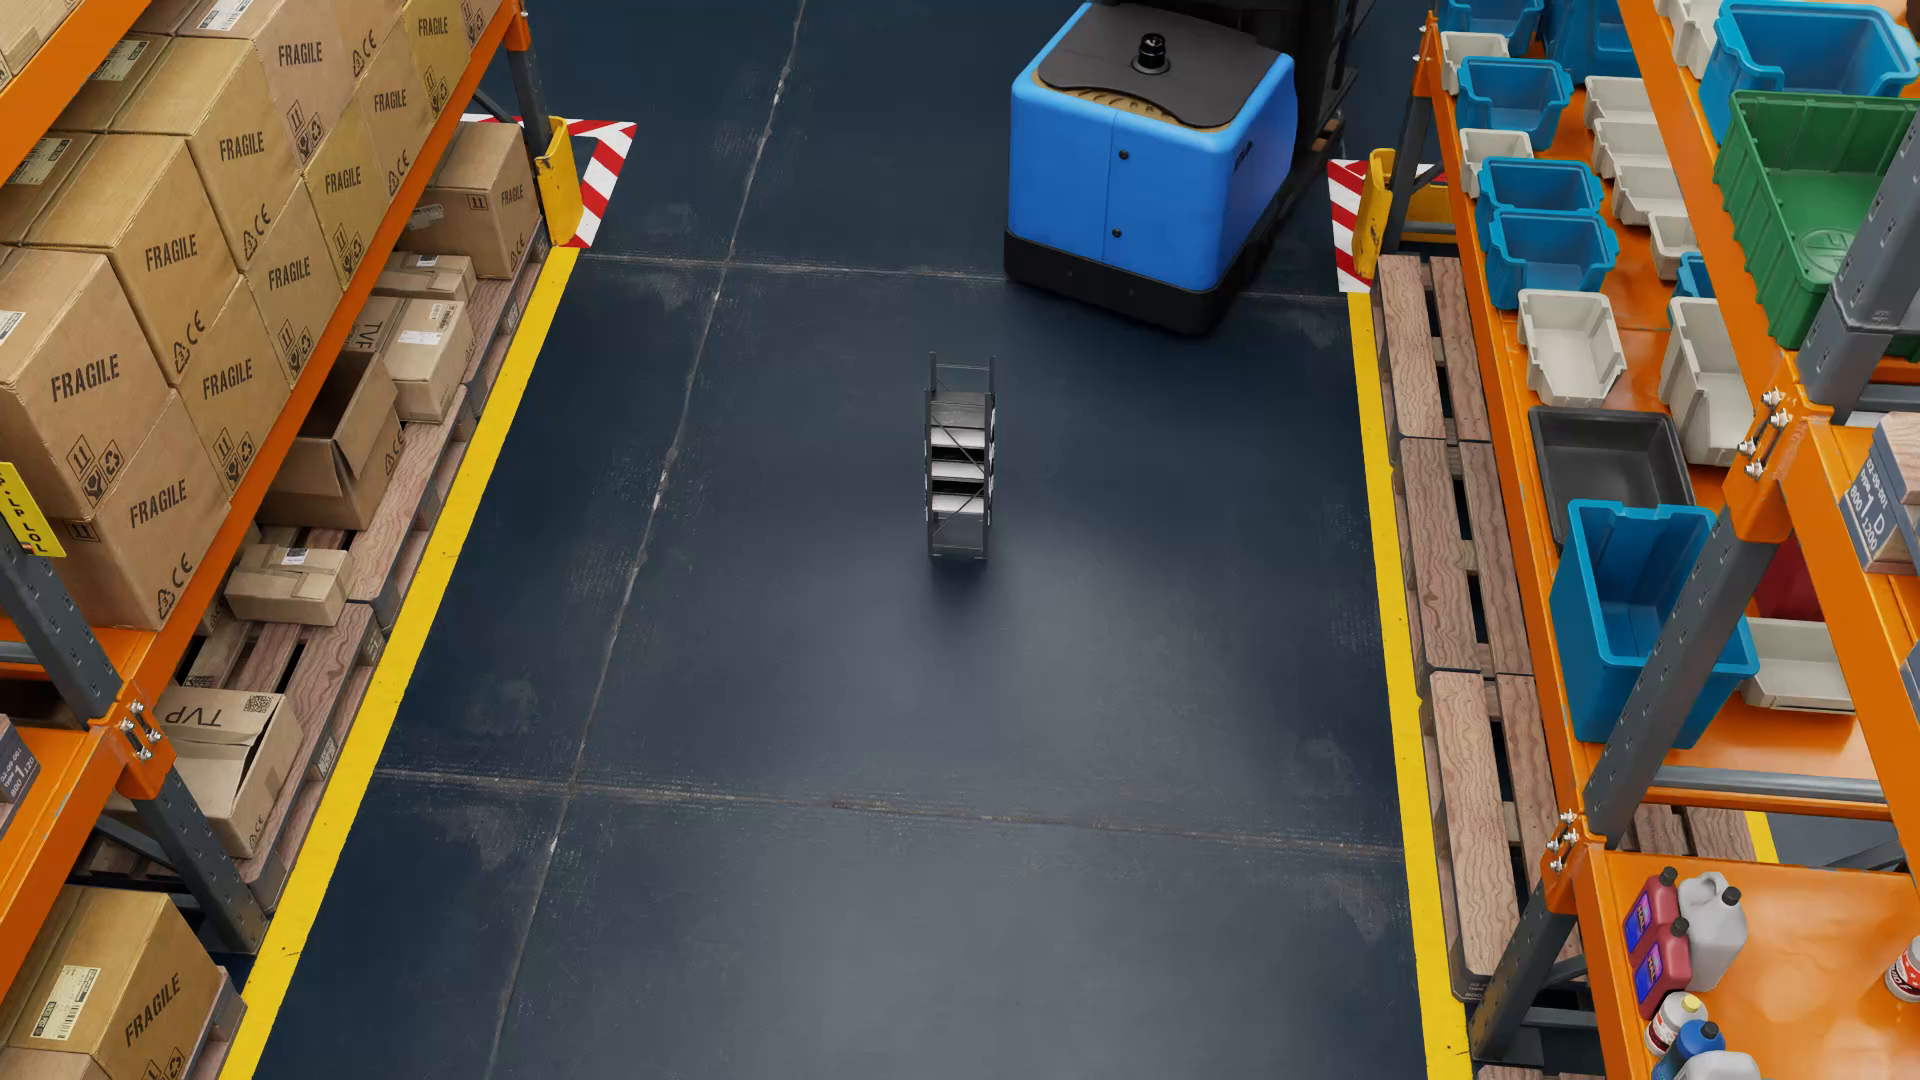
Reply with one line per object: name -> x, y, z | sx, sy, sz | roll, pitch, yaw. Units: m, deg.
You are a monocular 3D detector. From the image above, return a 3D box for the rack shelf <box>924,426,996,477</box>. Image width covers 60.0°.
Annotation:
rack shelf -> 0.001, -0.348, 6.382 | 0.258, 0.077, 0.200 | 4, 48, 4

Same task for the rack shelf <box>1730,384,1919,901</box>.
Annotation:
rack shelf -> 1.936, 1.320, 1.964 | 1.077, 0.370, 4.000 | 4, 48, 4

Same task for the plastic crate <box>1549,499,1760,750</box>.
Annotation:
plastic crate -> 1.822, 0.239, 4.468 | 0.392, 0.384, 0.575 | 4, 48, 4

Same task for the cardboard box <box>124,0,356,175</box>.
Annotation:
cardboard box -> -2.351, -1.551, 5.390 | 0.500, 0.500, 0.500 | 5, 48, 5

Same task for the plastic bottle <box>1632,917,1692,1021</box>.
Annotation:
plastic bottle -> 1.648, 0.998, 3.883 | 0.061, 0.283, 0.133 | 4, 48, 4

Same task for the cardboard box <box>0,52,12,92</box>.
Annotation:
cardboard box -> -2.523, -1.018, 3.717 | 0.500, 0.250, 0.500 | 4, 48, 4

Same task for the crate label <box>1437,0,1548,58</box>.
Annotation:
crate label -> 2.133, -2.124, 6.732 | 0.416, 0.233, 0.303 | 4, 48, 4

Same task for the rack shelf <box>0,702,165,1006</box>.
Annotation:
rack shelf -> -2.996, 1.997, 3.378 | 1.077, 0.370, 4.000 | 4, 48, 4

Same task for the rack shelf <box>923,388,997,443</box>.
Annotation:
rack shelf -> 0.001, -0.469, 6.249 | 0.258, 0.077, 0.200 | 4, 48, 4

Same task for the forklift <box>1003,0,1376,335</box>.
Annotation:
forklift -> 1.328, -3.009, 7.516 | 1.130, 2.935, 3.031 | 21, 51, 18

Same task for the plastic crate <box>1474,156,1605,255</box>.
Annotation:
plastic crate -> 2.013, -1.156, 5.847 | 0.416, 0.233, 0.300 | 4, 48, 4

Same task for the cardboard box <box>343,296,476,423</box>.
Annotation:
cardboard box -> -2.370, -0.763, 6.981 | 0.500, 0.250, 0.500 | 4, 48, 4

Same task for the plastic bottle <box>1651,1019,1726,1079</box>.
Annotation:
plastic bottle -> 1.647, 1.160, 3.743 | 0.097, 0.271, 0.097 | 0, 48, 0

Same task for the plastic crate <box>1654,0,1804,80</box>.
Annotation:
plastic crate -> 1.856, -1.263, 4.019 | 0.293, 0.136, 0.466 | 4, 48, 4

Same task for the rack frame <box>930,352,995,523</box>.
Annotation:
rack frame -> 0.010, -0.384, 6.492 | 0.240, 0.900, 0.006 | 4, 48, 4

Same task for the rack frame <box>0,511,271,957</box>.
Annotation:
rack frame -> -2.814, 0.284, 4.457 | 1.000, 3.000, 0.127 | 4, 48, 4

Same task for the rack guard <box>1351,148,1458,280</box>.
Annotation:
rack guard -> 2.473, -1.494, 7.778 | 1.175, 0.500, 0.348 | 4, 48, 4

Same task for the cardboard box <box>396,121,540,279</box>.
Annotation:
cardboard box -> -2.253, -1.544, 7.525 | 0.500, 0.500, 0.500 | 4, 48, 4

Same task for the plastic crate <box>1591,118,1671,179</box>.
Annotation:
plastic crate -> 2.548, -1.427, 6.160 | 0.396, 0.136, 0.243 | 4, 48, 4

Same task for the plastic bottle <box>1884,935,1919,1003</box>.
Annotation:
plastic bottle -> 2.279, 1.004, 3.934 | 0.097, 0.201, 0.097 | 0, 48, 0

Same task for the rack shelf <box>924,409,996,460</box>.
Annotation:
rack shelf -> 0.001, -0.409, 6.315 | 0.258, 0.077, 0.200 | 4, 48, 4

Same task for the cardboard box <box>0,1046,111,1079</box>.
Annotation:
cardboard box -> -2.627, 1.724, 4.536 | 0.500, 0.500, 0.500 | 4, 48, 4

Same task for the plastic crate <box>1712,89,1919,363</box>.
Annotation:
plastic crate -> 1.856, -0.652, 3.425 | 0.450, 0.188, 0.662 | 4, 48, 4

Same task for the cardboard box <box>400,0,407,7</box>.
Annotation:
cardboard box -> -2.261, -2.309, 6.084 | 0.500, 0.500, 0.500 | 5, 48, 5

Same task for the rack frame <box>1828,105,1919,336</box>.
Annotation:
rack frame -> 2.119, -1.405, 1.936 | 1.000, 3.000, 0.127 | 4, 48, 4

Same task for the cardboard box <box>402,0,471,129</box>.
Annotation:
cardboard box -> -2.263, -1.960, 6.442 | 0.500, 0.500, 0.500 | 4, 48, 4

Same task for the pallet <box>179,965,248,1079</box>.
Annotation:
pallet -> -2.850, 1.826, 4.937 | 1.003, 0.211, 1.213 | 4, 48, 4

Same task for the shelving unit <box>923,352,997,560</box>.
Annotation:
shelving unit -> 0.001, -0.310, 6.423 | 0.258, 0.900, 0.210 | 4, 48, 4

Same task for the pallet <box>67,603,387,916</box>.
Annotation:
pallet -> -2.750, 0.721, 5.948 | 1.003, 0.211, 1.213 | 4, 48, 4

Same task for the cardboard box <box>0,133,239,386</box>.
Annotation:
cardboard box -> -2.444, -0.793, 4.697 | 0.500, 0.500, 0.500 | 3, 48, 2

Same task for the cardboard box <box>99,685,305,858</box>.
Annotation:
cardboard box -> -2.560, 0.749, 5.556 | 0.500, 0.311, 0.500 | 4, 48, 4

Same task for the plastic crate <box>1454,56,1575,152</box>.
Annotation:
plastic crate -> 2.073, -1.640, 6.290 | 0.416, 0.233, 0.300 | 4, 48, 4

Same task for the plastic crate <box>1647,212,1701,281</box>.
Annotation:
plastic crate -> 2.539, -1.002, 5.772 | 0.298, 0.136, 0.250 | 4, 48, 4

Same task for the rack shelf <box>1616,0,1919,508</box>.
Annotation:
rack shelf -> 2.301, -1.619, 4.653 | 1.077, 0.370, 4.000 | 4, 48, 4

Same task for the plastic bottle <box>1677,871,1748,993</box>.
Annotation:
plastic bottle -> 1.760, 0.903, 3.924 | 0.144, 0.351, 0.185 | 4, 48, 4

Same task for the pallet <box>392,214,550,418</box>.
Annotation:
pallet -> -2.528, -1.072, 7.588 | 1.003, 0.211, 1.213 | 4, 48, 4

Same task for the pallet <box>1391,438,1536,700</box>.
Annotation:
pallet -> 2.256, 0.119, 6.498 | 1.003, 0.211, 1.213 | 4, 48, 4

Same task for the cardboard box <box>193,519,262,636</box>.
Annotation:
cardboard box -> -2.976, 0.054, 6.191 | 0.500, 0.311, 0.500 | 4, 48, 4

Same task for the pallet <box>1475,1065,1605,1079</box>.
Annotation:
pallet -> 2.007, 2.126, 4.663 | 1.003, 0.211, 1.213 | 4, 48, 4

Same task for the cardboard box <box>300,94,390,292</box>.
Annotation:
cardboard box -> -2.360, -1.223, 5.768 | 0.500, 0.500, 0.500 | 3, 48, 3

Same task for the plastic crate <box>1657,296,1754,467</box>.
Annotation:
plastic crate -> 2.441, -0.470, 5.186 | 0.437, 0.282, 0.530 | 4, 48, 4

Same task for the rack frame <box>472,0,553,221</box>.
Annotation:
rack frame -> -2.449, -2.655, 7.146 | 1.000, 3.000, 0.127 | 4, 48, 4

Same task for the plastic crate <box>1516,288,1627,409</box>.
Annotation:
plastic crate -> 1.978, -0.611, 5.414 | 0.293, 0.136, 0.466 | 4, 48, 4

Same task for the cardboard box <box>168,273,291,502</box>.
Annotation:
cardboard box -> -2.452, -0.482, 5.090 | 0.500, 0.500, 0.500 | 5, 48, 4

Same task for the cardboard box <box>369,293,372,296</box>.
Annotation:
cardboard box -> -2.827, -1.128, 7.314 | 0.500, 0.250, 0.500 | 4, 48, 4
